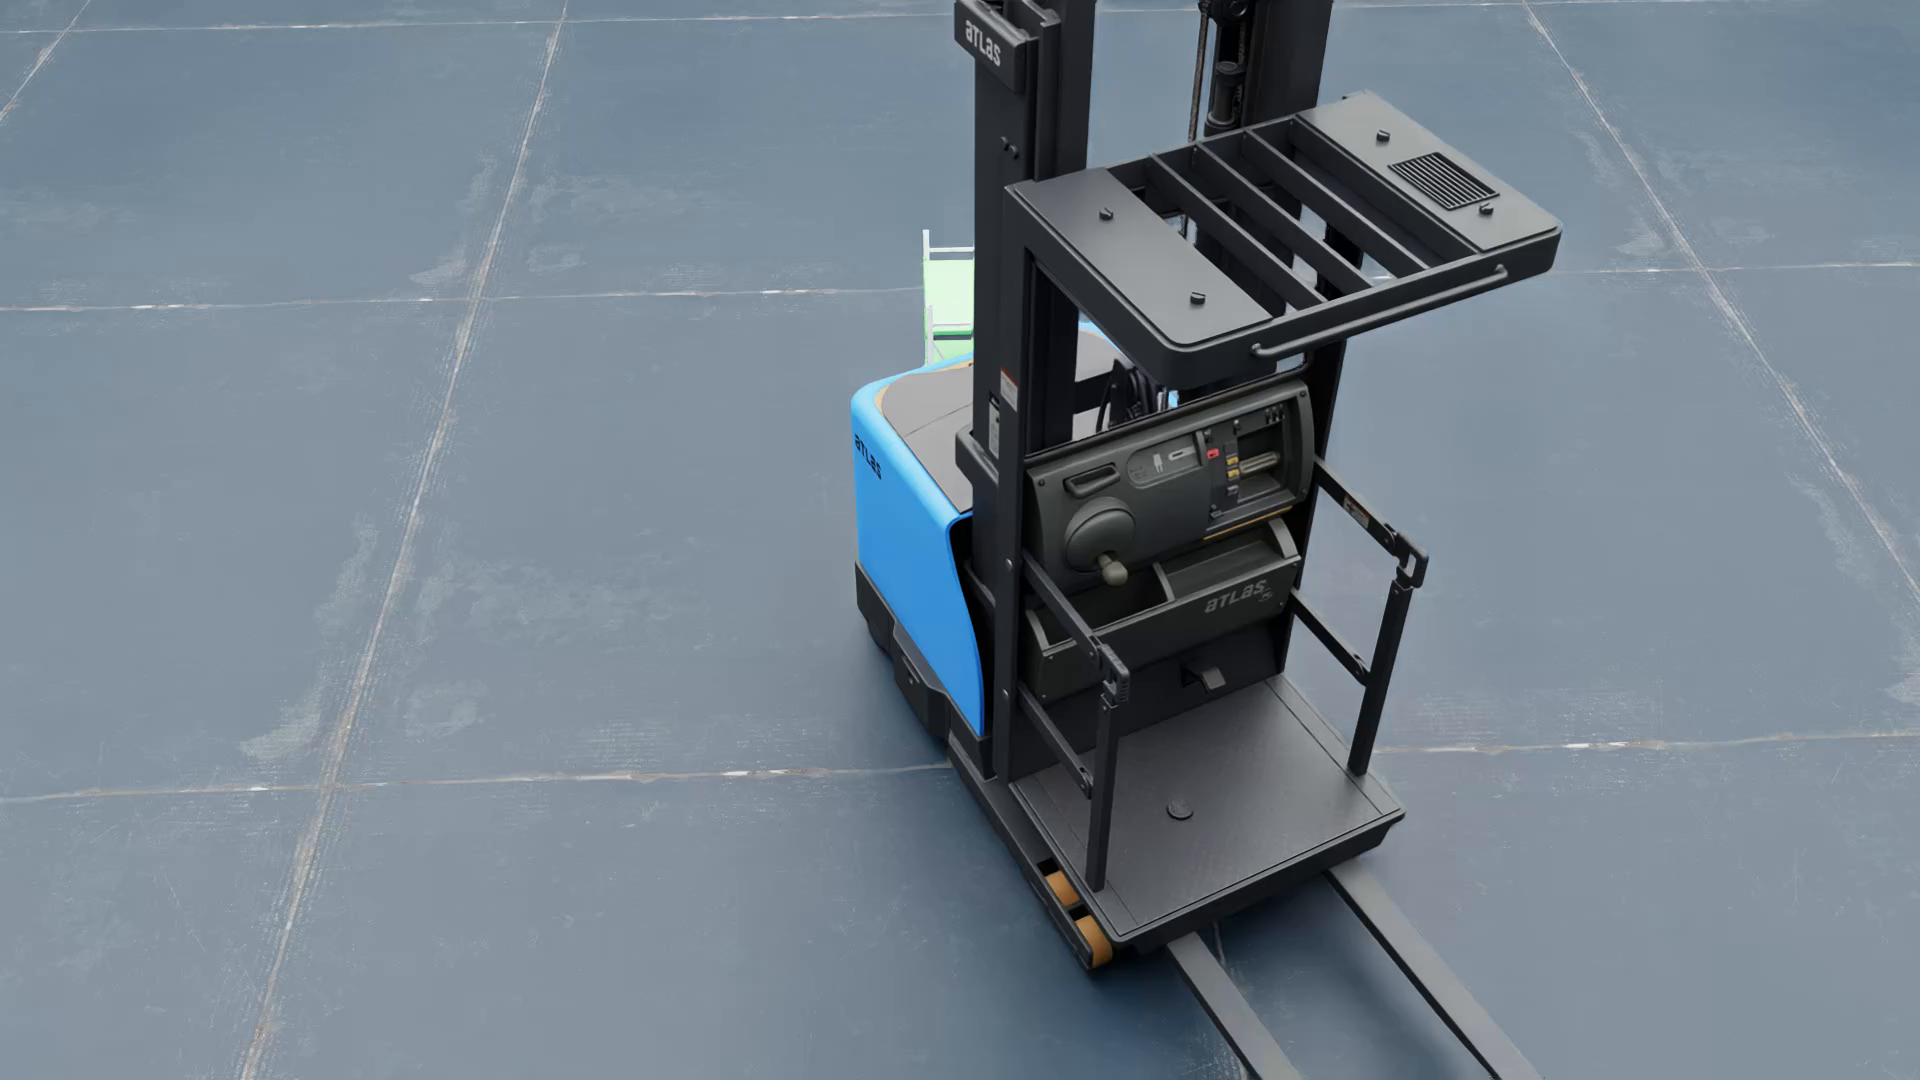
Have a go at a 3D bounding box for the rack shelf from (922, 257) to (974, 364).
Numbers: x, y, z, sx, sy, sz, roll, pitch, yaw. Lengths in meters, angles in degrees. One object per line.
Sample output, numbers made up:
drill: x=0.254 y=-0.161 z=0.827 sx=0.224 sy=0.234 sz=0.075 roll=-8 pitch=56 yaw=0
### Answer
rack shelf: x=-0.007 y=-0.861 z=6.185 sx=0.258 sy=0.148 sz=0.480 roll=-2 pitch=43 yaw=-2

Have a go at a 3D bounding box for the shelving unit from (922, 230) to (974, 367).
shelving unit: x=-0.007 y=-0.554 z=6.466 sx=0.258 sy=1.200 sz=0.503 roll=-2 pitch=43 yaw=-2

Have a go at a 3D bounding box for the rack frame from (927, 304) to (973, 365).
rack frame: x=0.003 y=-0.389 z=6.287 sx=0.240 sy=1.200 sz=0.015 roll=-2 pitch=43 yaw=-2

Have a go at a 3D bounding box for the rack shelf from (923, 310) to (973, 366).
rack shelf: x=-0.007 y=-0.684 z=6.348 sx=0.258 sy=0.148 sz=0.480 roll=-2 pitch=43 yaw=-2

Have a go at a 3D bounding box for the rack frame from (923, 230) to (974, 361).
rack frame: x=-0.017 y=-0.719 z=6.646 sx=0.240 sy=1.200 sz=0.015 roll=-2 pitch=43 yaw=-2

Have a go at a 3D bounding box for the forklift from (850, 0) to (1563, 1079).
forklift: x=0.727 y=-0.075 z=4.663 sx=1.130 sy=2.935 sz=3.031 roll=-19 pitch=46 yaw=-20

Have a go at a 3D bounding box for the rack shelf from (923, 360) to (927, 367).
rack shelf: x=-0.007 y=-0.507 z=6.510 sx=0.258 sy=0.148 sz=0.480 roll=-2 pitch=43 yaw=-2
